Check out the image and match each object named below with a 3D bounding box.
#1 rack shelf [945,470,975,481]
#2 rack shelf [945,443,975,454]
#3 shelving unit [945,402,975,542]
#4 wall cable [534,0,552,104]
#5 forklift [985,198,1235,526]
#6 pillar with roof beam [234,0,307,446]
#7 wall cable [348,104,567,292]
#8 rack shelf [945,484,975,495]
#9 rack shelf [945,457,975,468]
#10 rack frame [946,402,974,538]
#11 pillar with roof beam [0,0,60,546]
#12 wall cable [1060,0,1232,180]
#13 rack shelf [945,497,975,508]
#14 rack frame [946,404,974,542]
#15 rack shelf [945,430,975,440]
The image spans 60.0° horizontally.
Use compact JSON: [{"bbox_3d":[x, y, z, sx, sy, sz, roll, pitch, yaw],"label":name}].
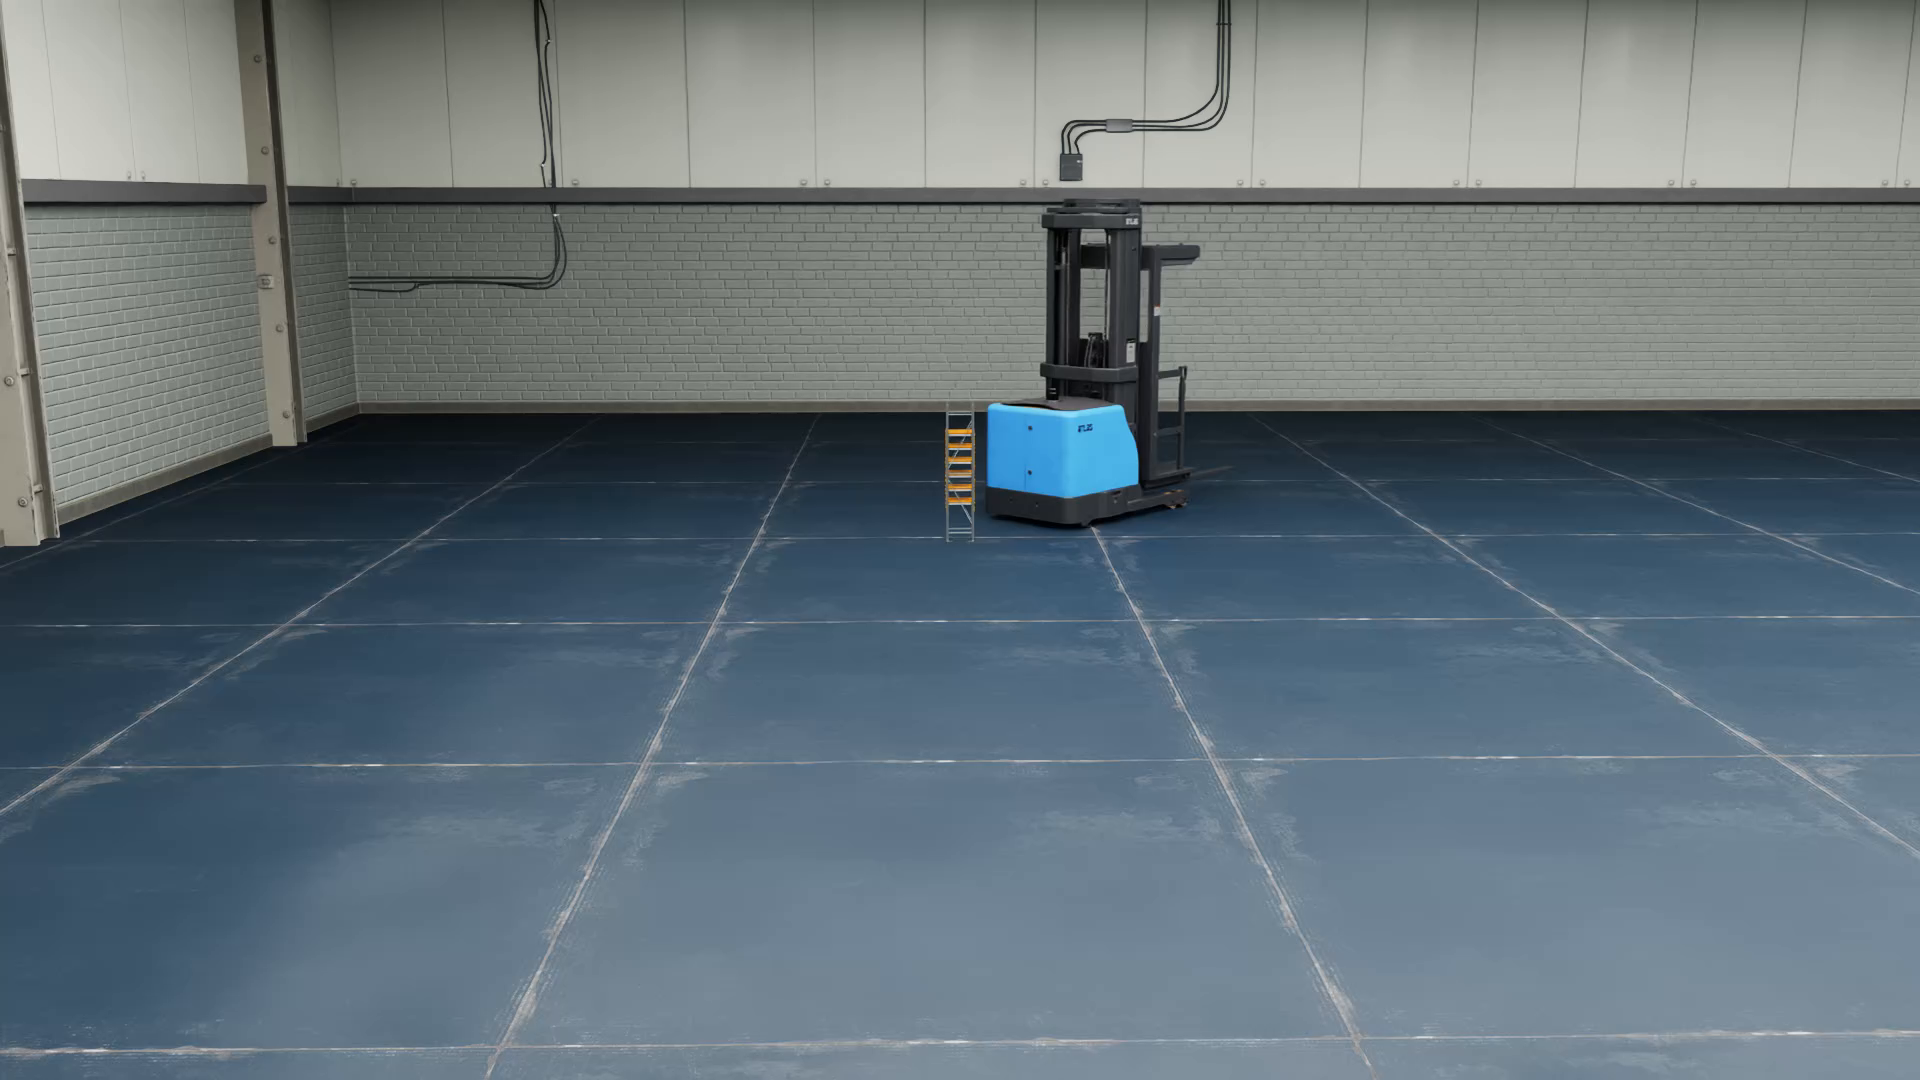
[{"bbox_3d":[0.000,-0.547,14.463,0.258,0.103,0.180,0,11,-1],"label":"rack shelf"},{"bbox_3d":[0.000,-0.783,14.415,0.258,0.103,0.180,0,11,-1],"label":"rack shelf"},{"bbox_3d":[0.000,-0.591,14.454,0.258,1.200,0.189,0,11,-1],"label":"shelving unit"},{"bbox_3d":[-4.263,-7.148,22.266,3.097,2.526,0.112,0,11,-1],"label":"wall cable"},{"bbox_3d":[1.589,-1.793,16.027,1.130,2.935,3.031,10,15,41],"label":"forklift"},{"bbox_3d":[-3.925,-5.610,19.578,9.100,9.000,0.400,0,11,-1],"label":"pillar with roof beam"},{"bbox_3d":[-6.967,-4.662,22.713,3.097,2.526,0.112,0,11,-1],"label":"wall cable"},{"bbox_3d":[0.000,-0.430,14.487,0.258,0.103,0.180,0,11,-1],"label":"rack shelf"},{"bbox_3d":[0.000,-0.665,14.439,0.258,0.103,0.180,0,11,-1],"label":"rack shelf"},{"bbox_3d":[-0.002,-0.609,14.544,0.240,1.200,0.006,0,11,-1],"label":"rack frame"},{"bbox_3d":[-3.801,-4.417,13.699,9.100,9.000,0.400,0,11,-1],"label":"pillar with roof beam"},{"bbox_3d":[2.524,-7.886,22.243,2.305,6.003,0.169,0,11,-1],"label":"wall cable"},{"bbox_3d":[0.000,-0.312,14.511,0.258,0.103,0.180,0,11,-1],"label":"rack shelf"},{"bbox_3d":[0.002,-0.573,14.364,0.240,1.200,0.006,0,11,-1],"label":"rack frame"},{"bbox_3d":[0.000,-0.900,14.391,0.258,0.103,0.180,0,11,-1],"label":"rack shelf"}]
